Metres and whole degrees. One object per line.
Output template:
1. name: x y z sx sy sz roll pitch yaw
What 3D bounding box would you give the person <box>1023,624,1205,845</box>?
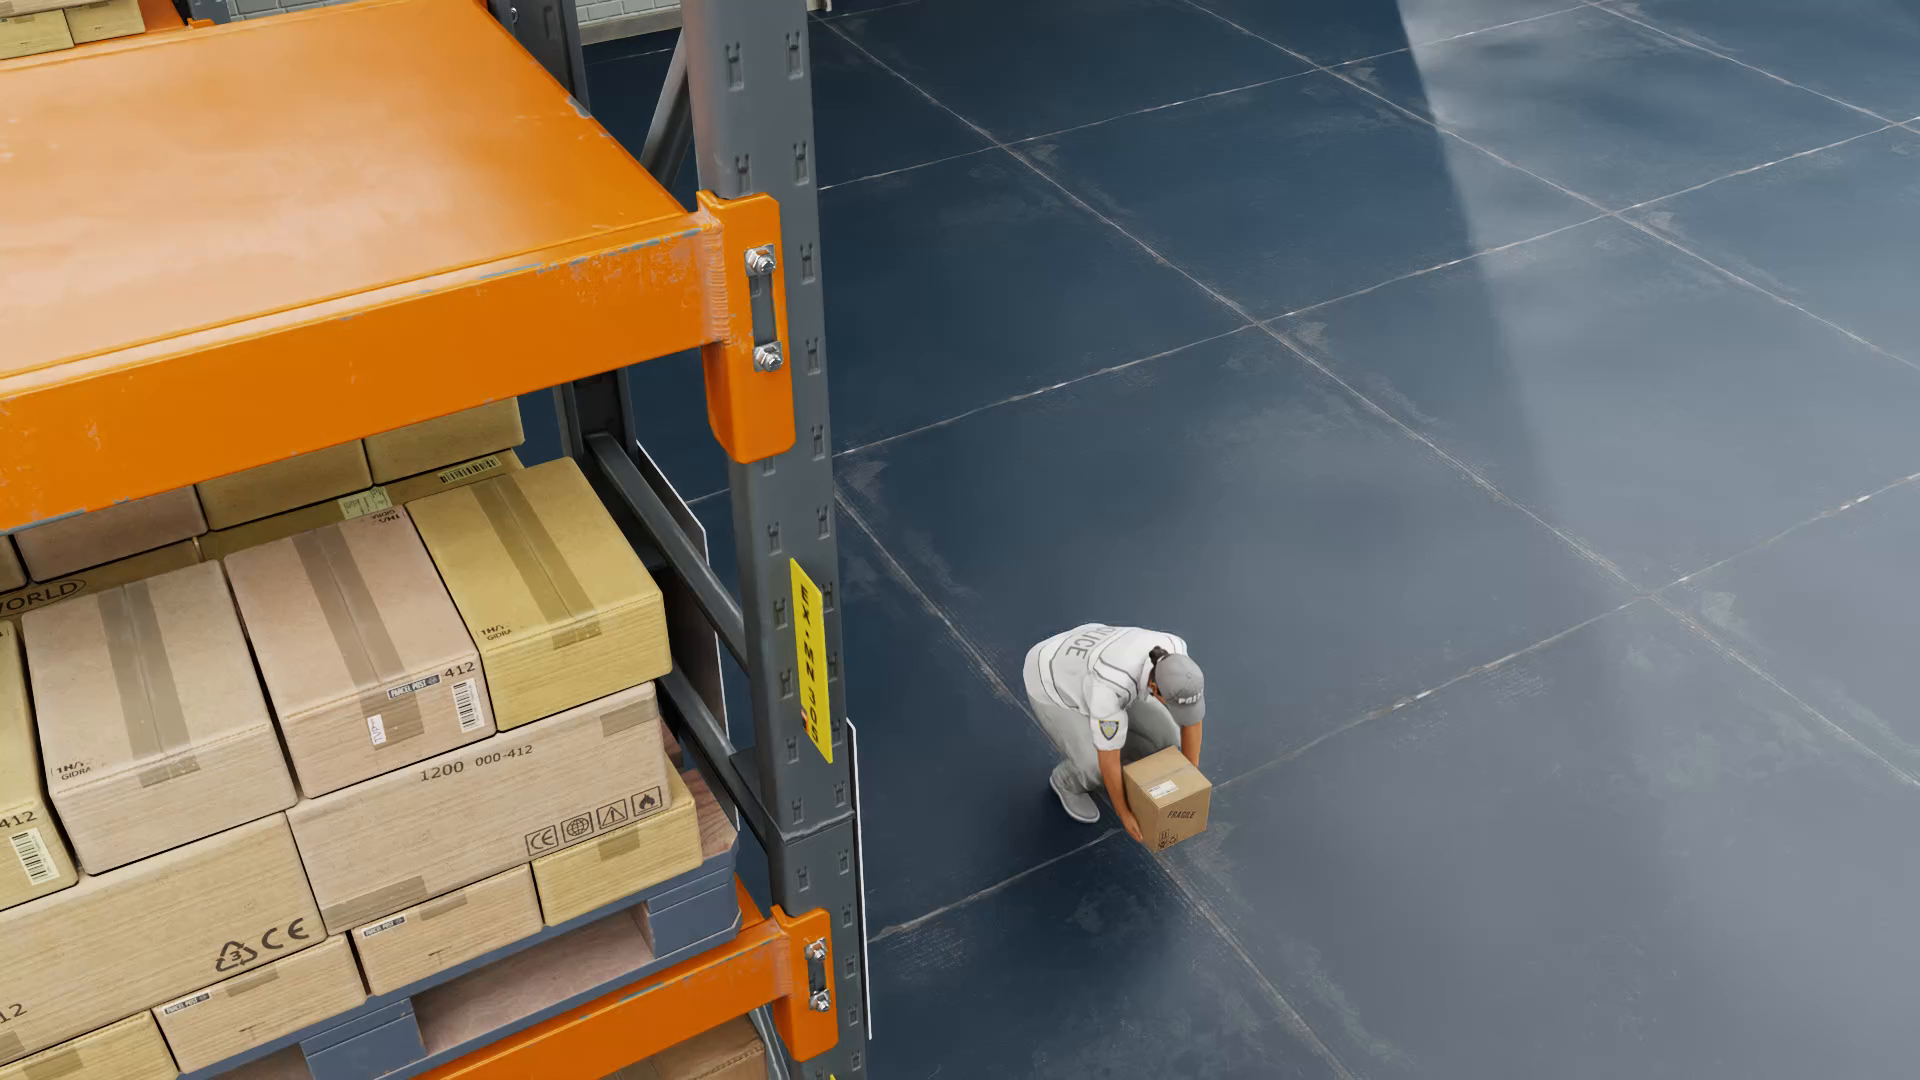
1. person: 0.628 0.683 6.612 0.517 0.959 0.851 -19 41 -24
